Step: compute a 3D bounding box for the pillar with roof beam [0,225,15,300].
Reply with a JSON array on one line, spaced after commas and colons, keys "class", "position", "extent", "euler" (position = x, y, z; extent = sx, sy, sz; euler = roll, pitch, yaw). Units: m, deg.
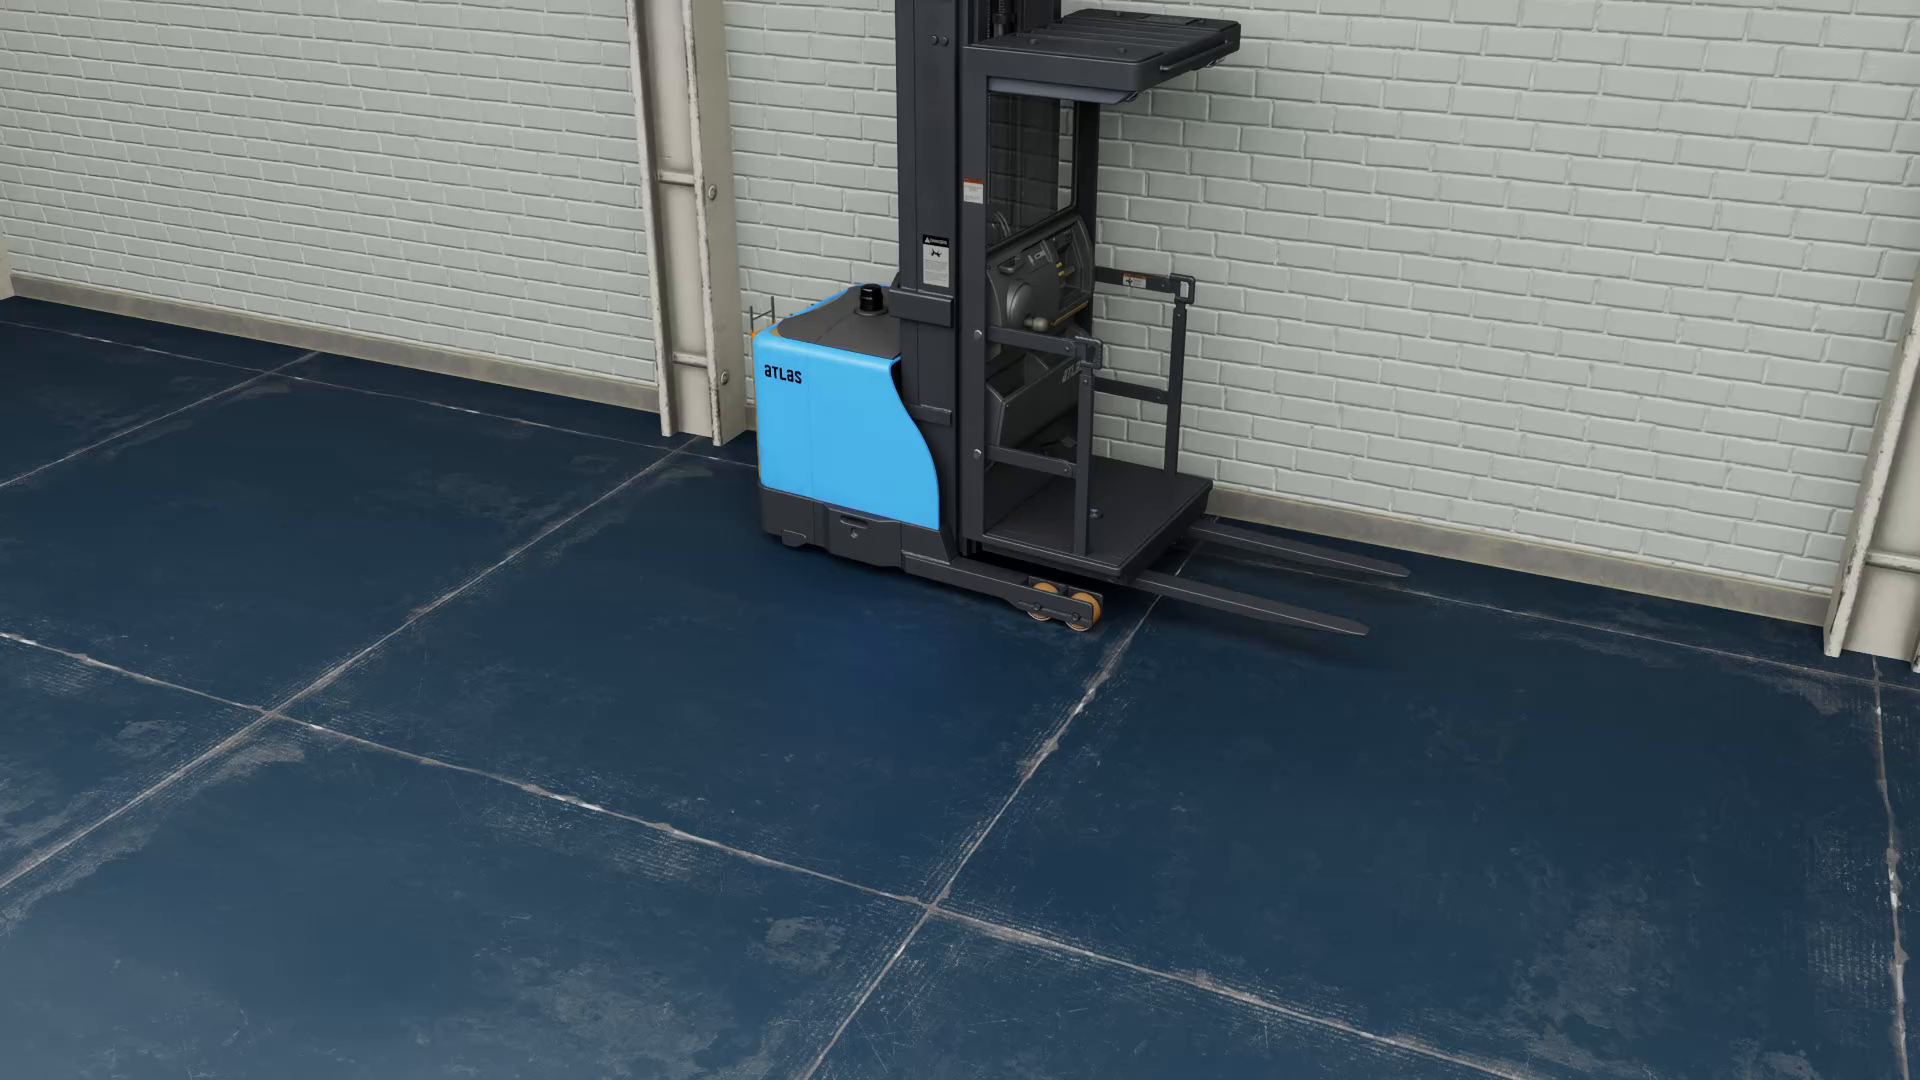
[{"class": "pillar with roof beam", "position": [-8.700, -4.027, 6.241], "extent": [0.400, 9.000, 9.100], "euler": [11, 28, 22]}]

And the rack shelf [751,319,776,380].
[{"class": "rack shelf", "position": [-0.884, -0.938, 8.348], "extent": [0.240, 0.259, 0.215], "euler": [14, 30, 26]}]

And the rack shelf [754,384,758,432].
[{"class": "rack shelf", "position": [-0.884, -0.683, 8.473], "extent": [0.240, 0.259, 0.215], "euler": [14, 30, 26]}]

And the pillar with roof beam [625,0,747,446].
[{"class": "pillar with roof beam", "position": [-3.238, -2.930, 4.013], "extent": [0.400, 9.000, 9.100], "euler": [11, 28, 22]}]

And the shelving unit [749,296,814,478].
[{"class": "shelving unit", "position": [-0.884, -0.693, 8.469], "extent": [0.252, 1.050, 0.215], "euler": [14, 30, 26]}]

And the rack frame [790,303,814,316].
[{"class": "rack frame", "position": [-0.778, -0.666, 8.414], "extent": [0.008, 1.050, 0.200], "euler": [14, 30, 26]}]

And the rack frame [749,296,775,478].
[{"class": "rack frame", "position": [-0.990, -0.720, 8.523], "extent": [0.008, 1.050, 0.200], "euler": [14, 30, 26]}]

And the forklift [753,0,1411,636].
[{"class": "forklift", "position": [0.546, -1.177, 7.323], "extent": [3.031, 2.935, 1.130], "euler": [14, 30, 26]}]

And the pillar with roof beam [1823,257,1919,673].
[{"class": "pillar with roof beam", "position": [2.224, -1.833, 1.784], "extent": [0.400, 9.000, 9.100], "euler": [11, 28, 22]}]

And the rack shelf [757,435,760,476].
[{"class": "rack shelf", "position": [-0.884, -0.434, 8.596], "extent": [0.240, 0.259, 0.215], "euler": [14, 30, 26]}]
